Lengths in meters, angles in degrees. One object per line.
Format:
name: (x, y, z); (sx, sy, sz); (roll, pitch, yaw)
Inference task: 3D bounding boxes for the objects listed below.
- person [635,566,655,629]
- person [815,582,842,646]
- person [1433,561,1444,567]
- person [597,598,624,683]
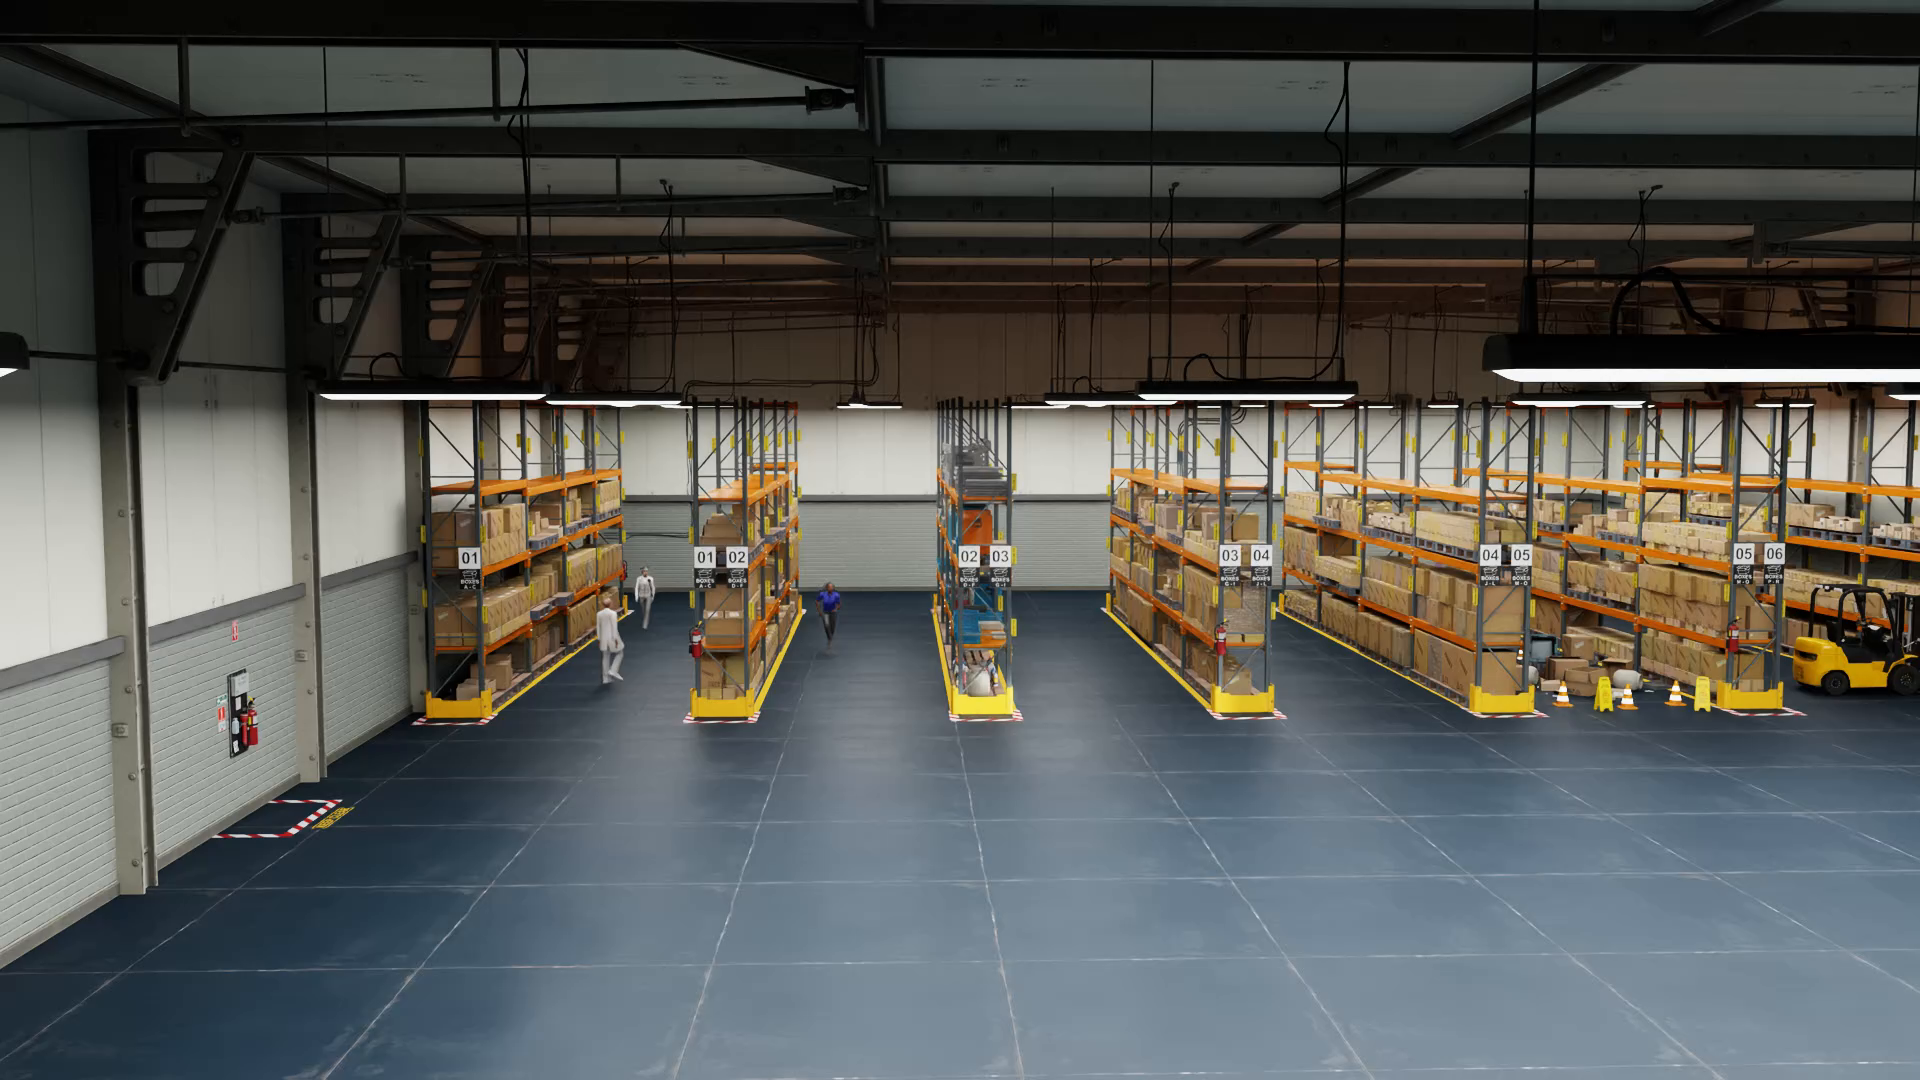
person: (-8.345, 1.494, 43.937); (0.481, 1.609, 1.034); (0, 4, 1)
person: (-3.119, 1.738, 39.385); (0.622, 1.510, 0.929); (-1, 4, -7)
person: (14.653, 1.018, 50.836); (0.496, 1.655, 0.465); (-2, 5, -21)
person: (-7.418, 2.113, 35.103); (0.591, 1.763, 0.551); (1, 4, 11)
